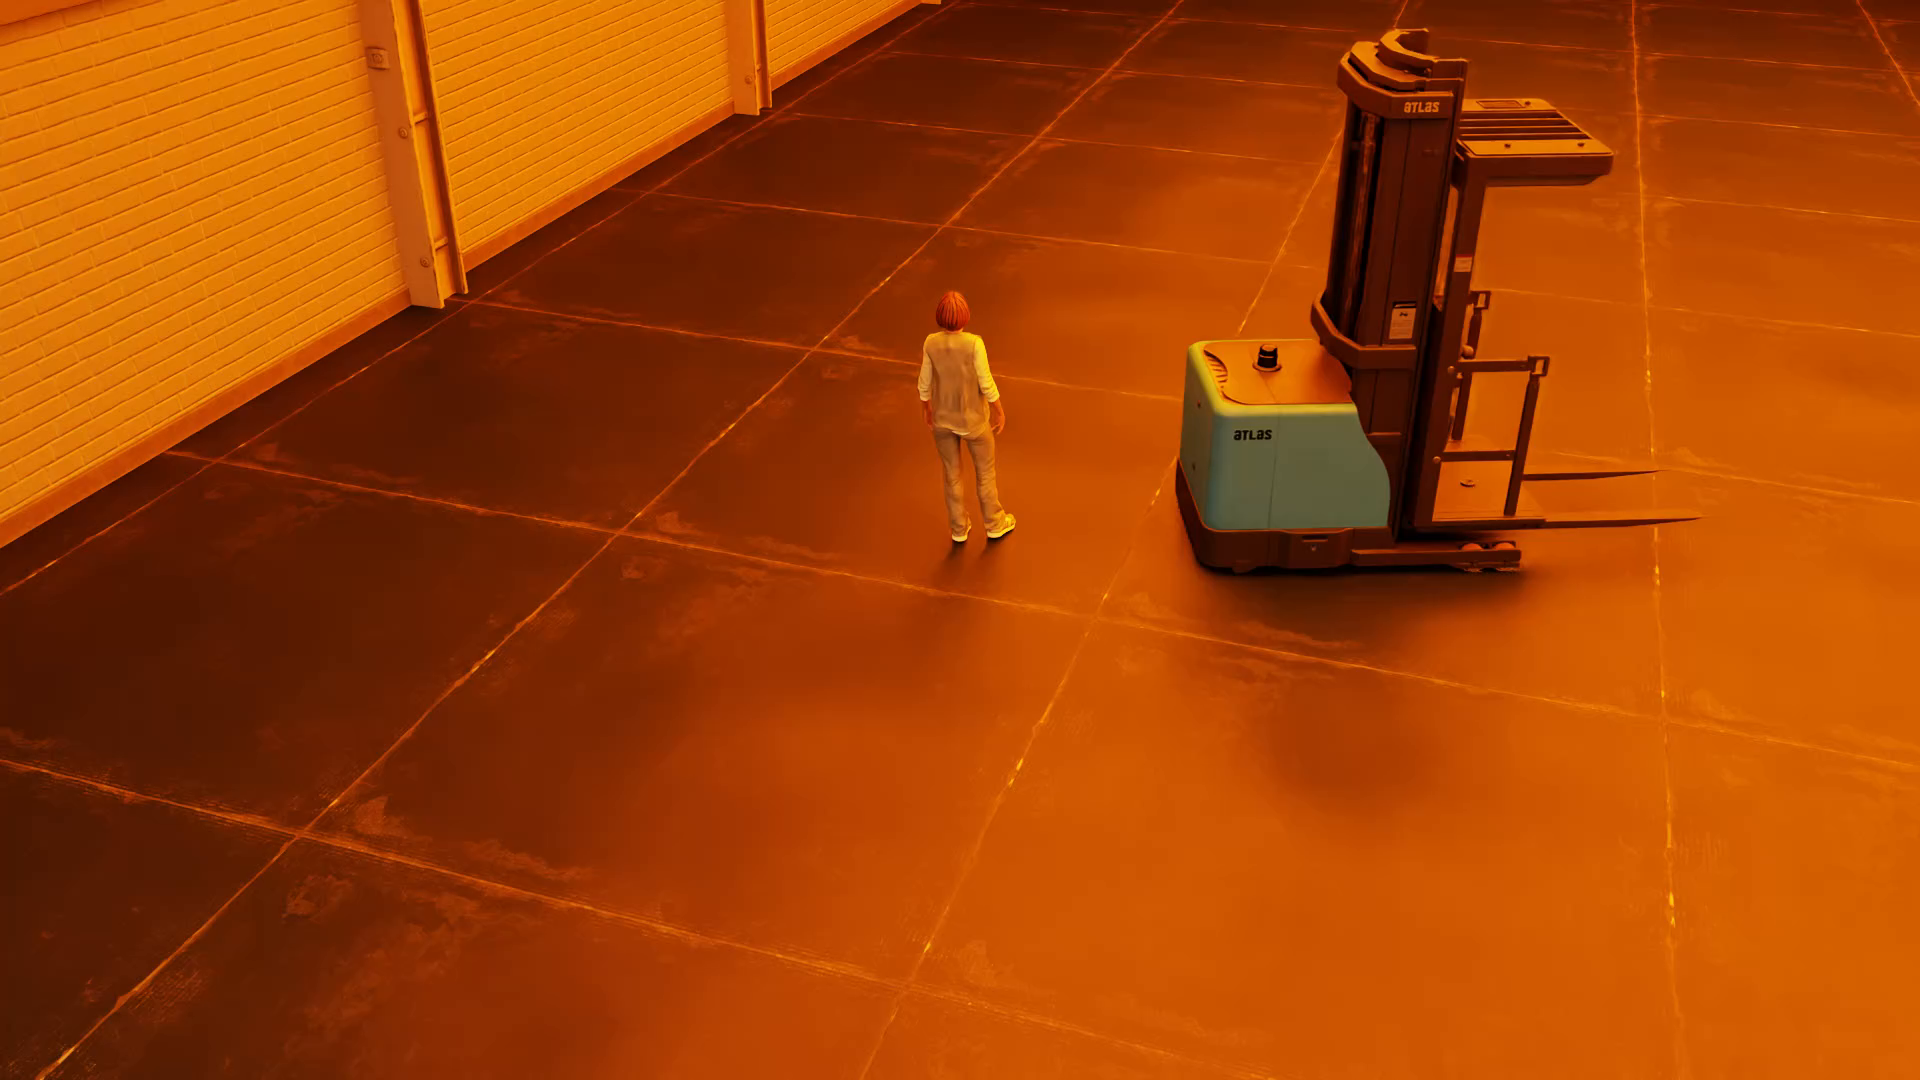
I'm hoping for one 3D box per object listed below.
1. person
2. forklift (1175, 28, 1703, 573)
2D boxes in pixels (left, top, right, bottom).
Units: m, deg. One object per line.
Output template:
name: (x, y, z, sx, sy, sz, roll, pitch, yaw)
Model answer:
person: (0.038, -0.727, 9.758, 0.520, 1.585, 0.473, 10, 31, 16)
forklift: (2.890, -1.344, 9.495, 3.031, 2.935, 1.130, -1, 30, -2)
